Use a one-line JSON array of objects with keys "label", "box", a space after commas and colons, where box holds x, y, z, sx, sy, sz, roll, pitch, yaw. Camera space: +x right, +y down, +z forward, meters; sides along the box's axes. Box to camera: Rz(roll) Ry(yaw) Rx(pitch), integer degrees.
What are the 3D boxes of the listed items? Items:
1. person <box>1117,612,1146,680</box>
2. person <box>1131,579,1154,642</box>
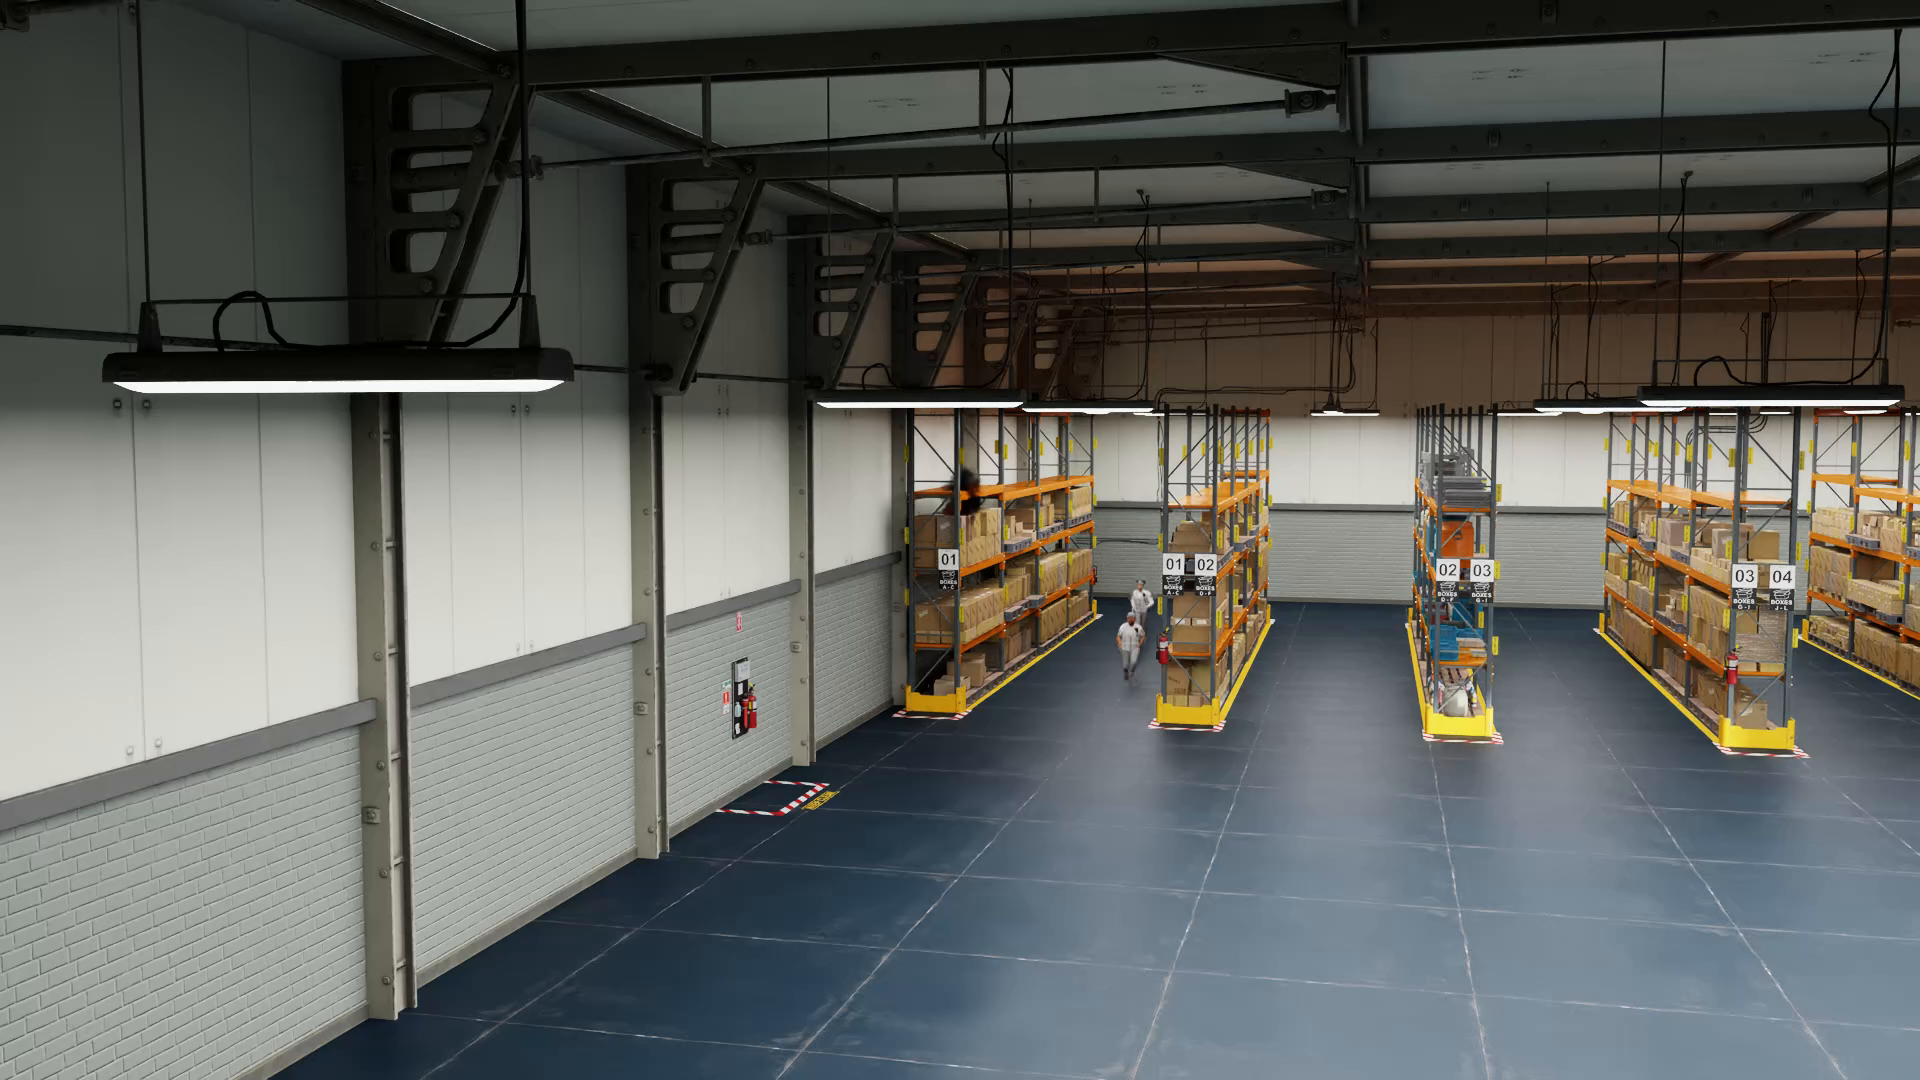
[{"label": "person", "box": [3.640, 2.279, 35.386, 0.614, 1.493, 0.731, 1, 4, 7]}, {"label": "person", "box": [4.569, 1.816, 41.727, 0.610, 1.694, 0.860, 1, 4, 16]}]
